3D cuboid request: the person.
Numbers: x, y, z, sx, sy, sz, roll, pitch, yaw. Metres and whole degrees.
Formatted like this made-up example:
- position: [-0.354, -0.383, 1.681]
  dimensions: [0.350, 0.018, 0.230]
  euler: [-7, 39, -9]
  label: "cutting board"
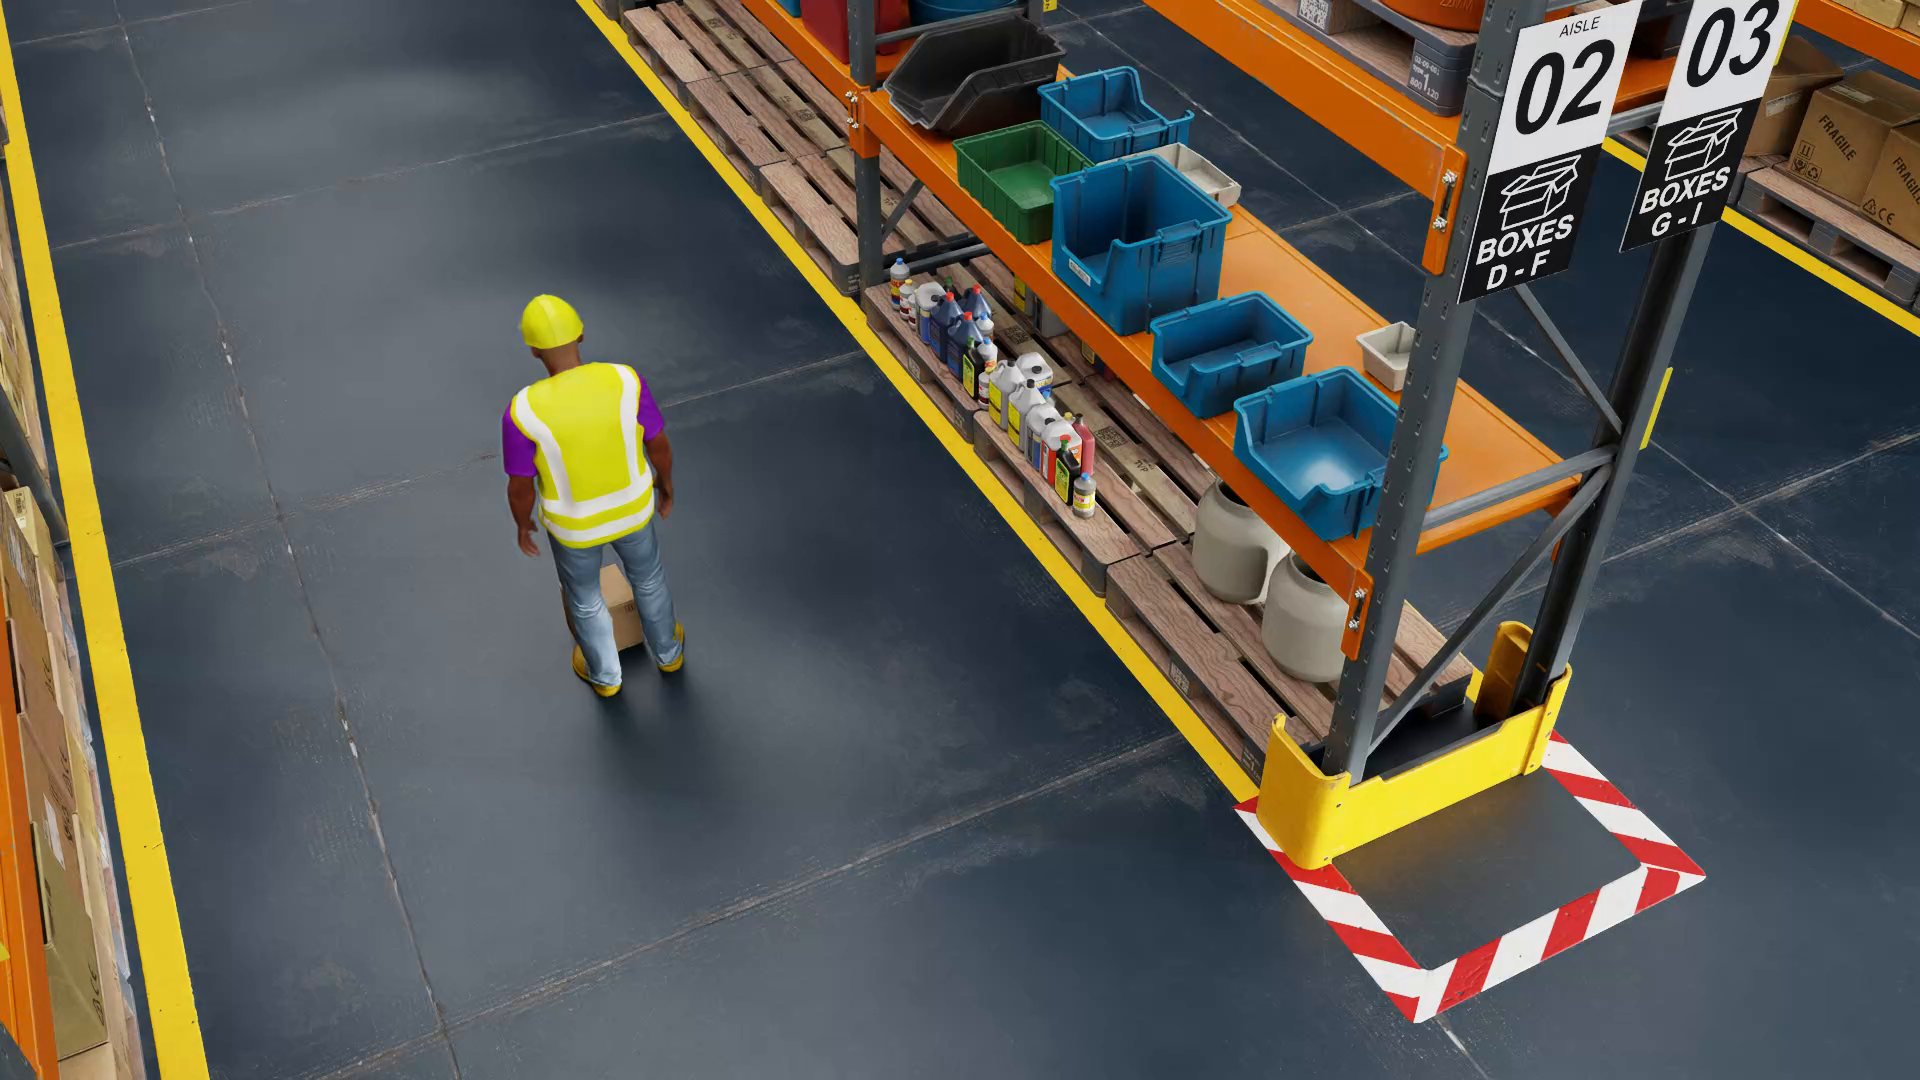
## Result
- position: [-1.384, -0.140, 6.305]
  dimensions: [0.628, 1.761, 0.461]
  euler: [-19, 44, -20]
  label: "person"
